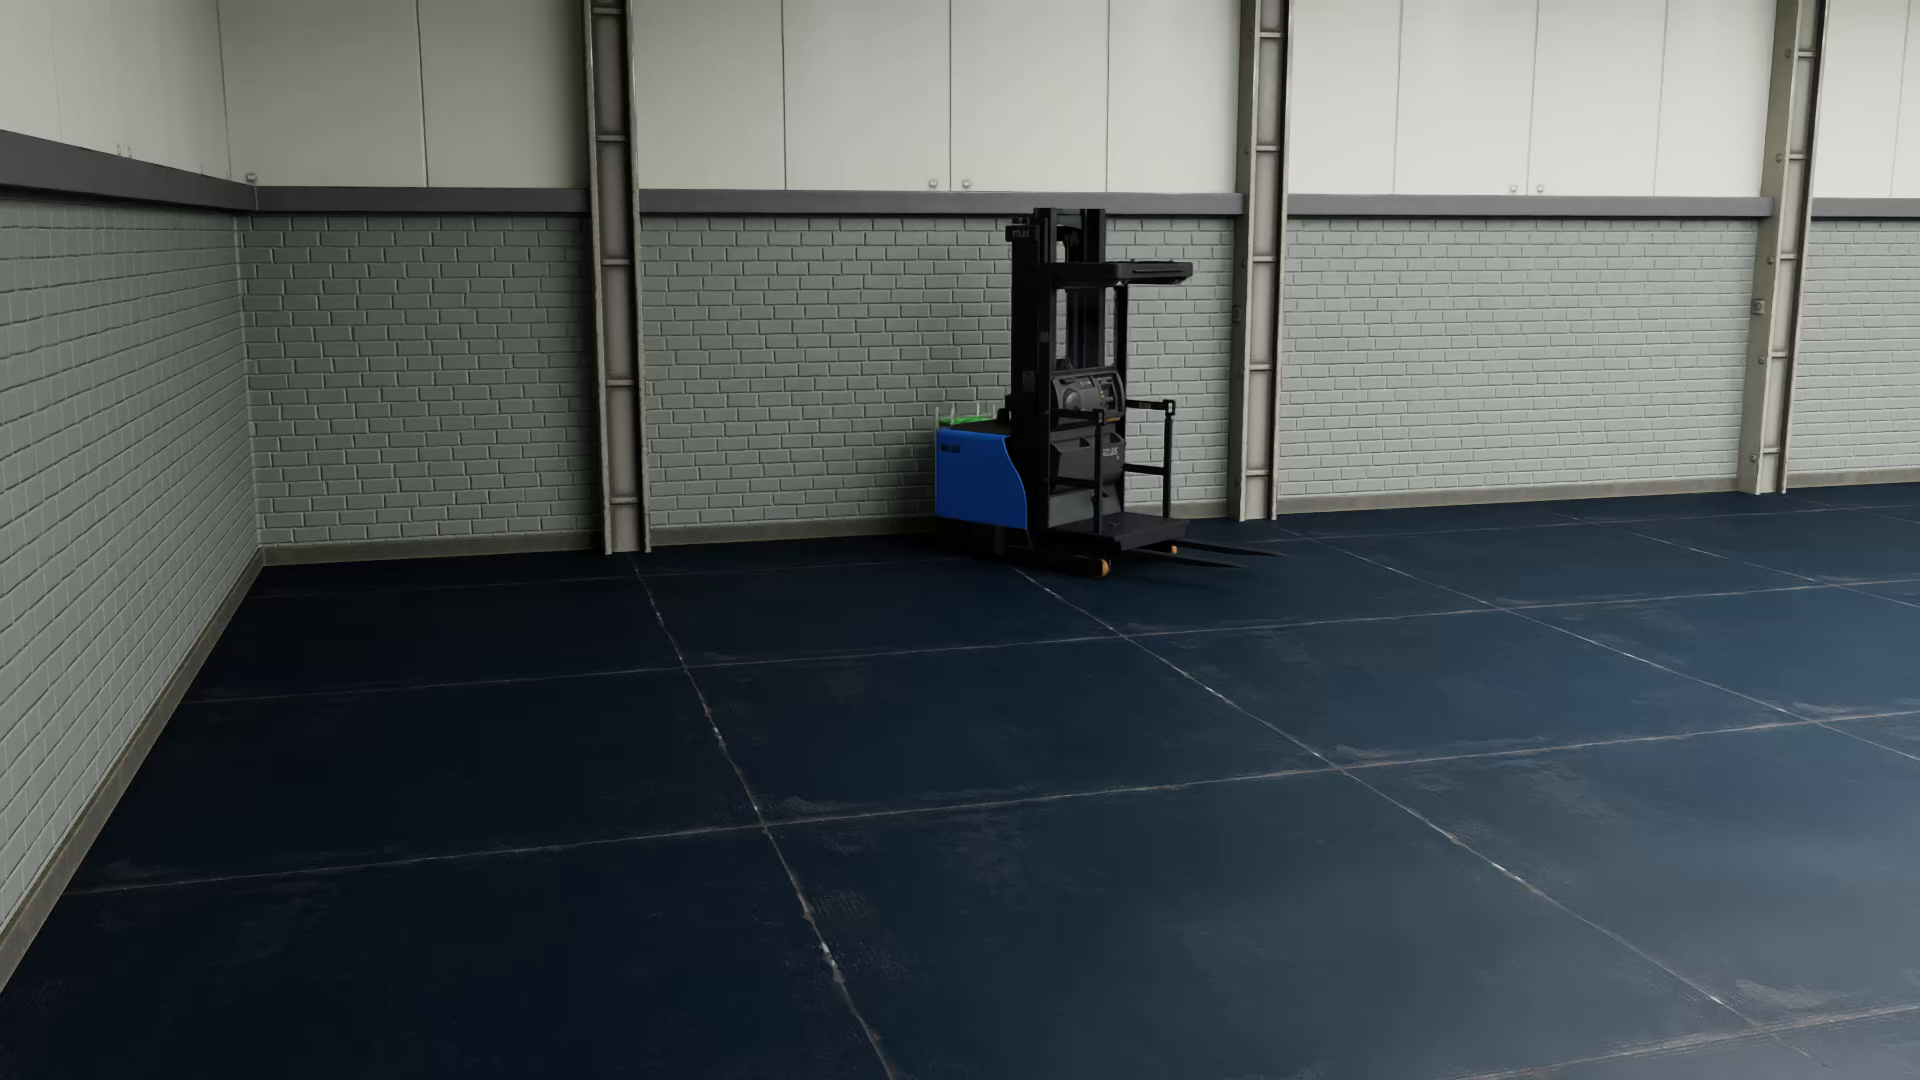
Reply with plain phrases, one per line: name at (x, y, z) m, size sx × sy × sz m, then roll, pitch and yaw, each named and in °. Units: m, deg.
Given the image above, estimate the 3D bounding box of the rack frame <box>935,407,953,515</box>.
rack frame at (-0.142, -0.586, 14.915) m, size 0.015 × 1.200 × 0.240 m, roll -8°, pitch 13°, yaw -38°

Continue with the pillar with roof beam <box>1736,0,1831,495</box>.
pillar with roof beam at (9.803, -4.197, 12.988) m, size 0.400 × 9.000 × 9.100 m, roll -3°, pitch 11°, yaw -16°

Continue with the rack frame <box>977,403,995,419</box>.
rack frame at (0.237, -0.642, 15.218) m, size 0.015 × 1.200 × 0.240 m, roll -8°, pitch 13°, yaw -38°

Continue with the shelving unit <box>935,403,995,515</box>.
shelving unit at (0.048, -0.614, 15.067) m, size 0.503 × 1.200 × 0.258 m, roll -8°, pitch 13°, yaw -38°

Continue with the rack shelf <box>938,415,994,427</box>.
rack shelf at (0.048, -1.023, 14.991) m, size 0.480 × 0.148 × 0.258 m, roll -8°, pitch 13°, yaw -38°

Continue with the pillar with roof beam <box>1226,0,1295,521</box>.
pillar with roof beam at (4.042, -3.893, 11.338) m, size 0.400 × 9.000 × 9.100 m, roll -3°, pitch 11°, yaw -16°

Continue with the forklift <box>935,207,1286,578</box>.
forklift at (1.225, -1.240, 13.686) m, size 3.031 × 2.935 × 1.130 m, roll 9°, pitch 14°, yaw 40°

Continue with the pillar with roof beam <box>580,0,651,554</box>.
pillar with roof beam at (-1.719, -3.589, 9.689) m, size 0.400 × 9.000 × 9.100 m, roll -3°, pitch 11°, yaw -16°
